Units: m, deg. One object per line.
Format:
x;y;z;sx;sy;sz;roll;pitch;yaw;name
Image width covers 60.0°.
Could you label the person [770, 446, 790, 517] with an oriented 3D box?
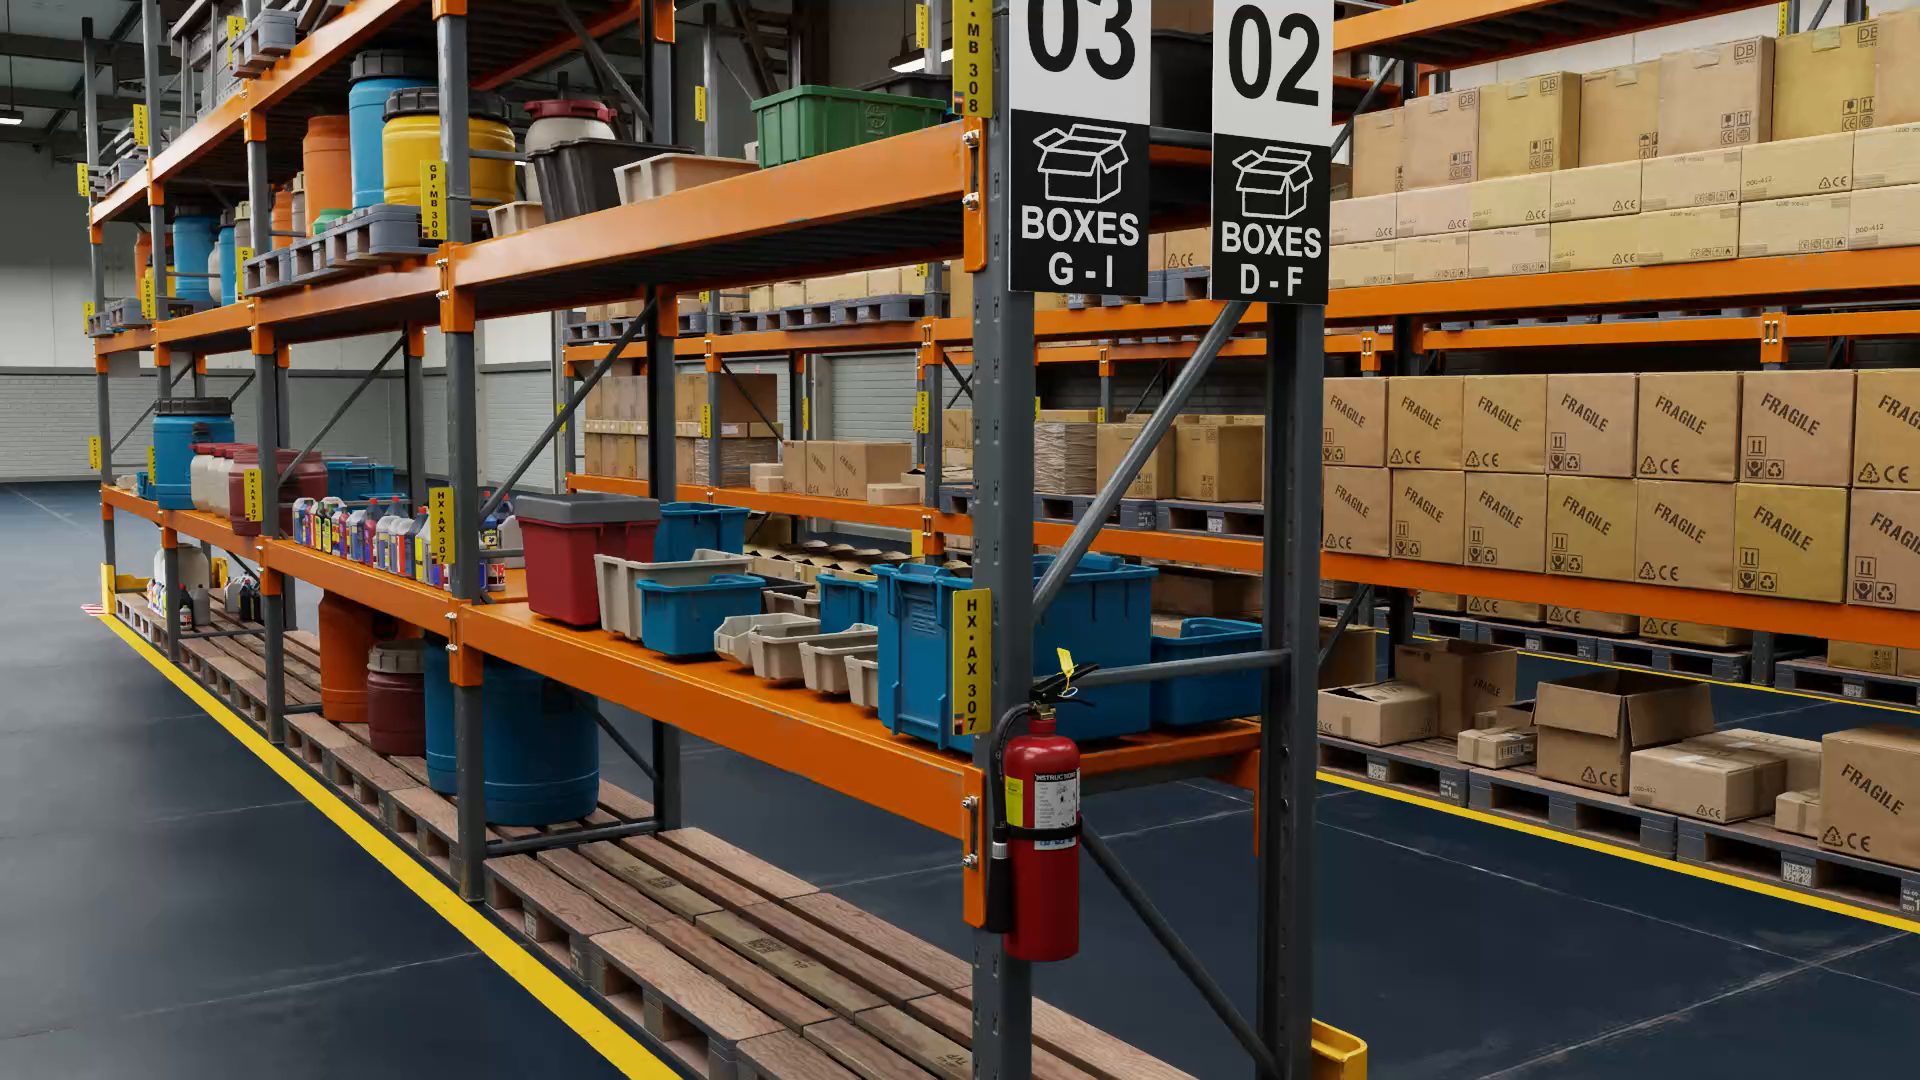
-2.154;-0.334;20.146;0.476;1.600;1.011;-3;6;-35;person
